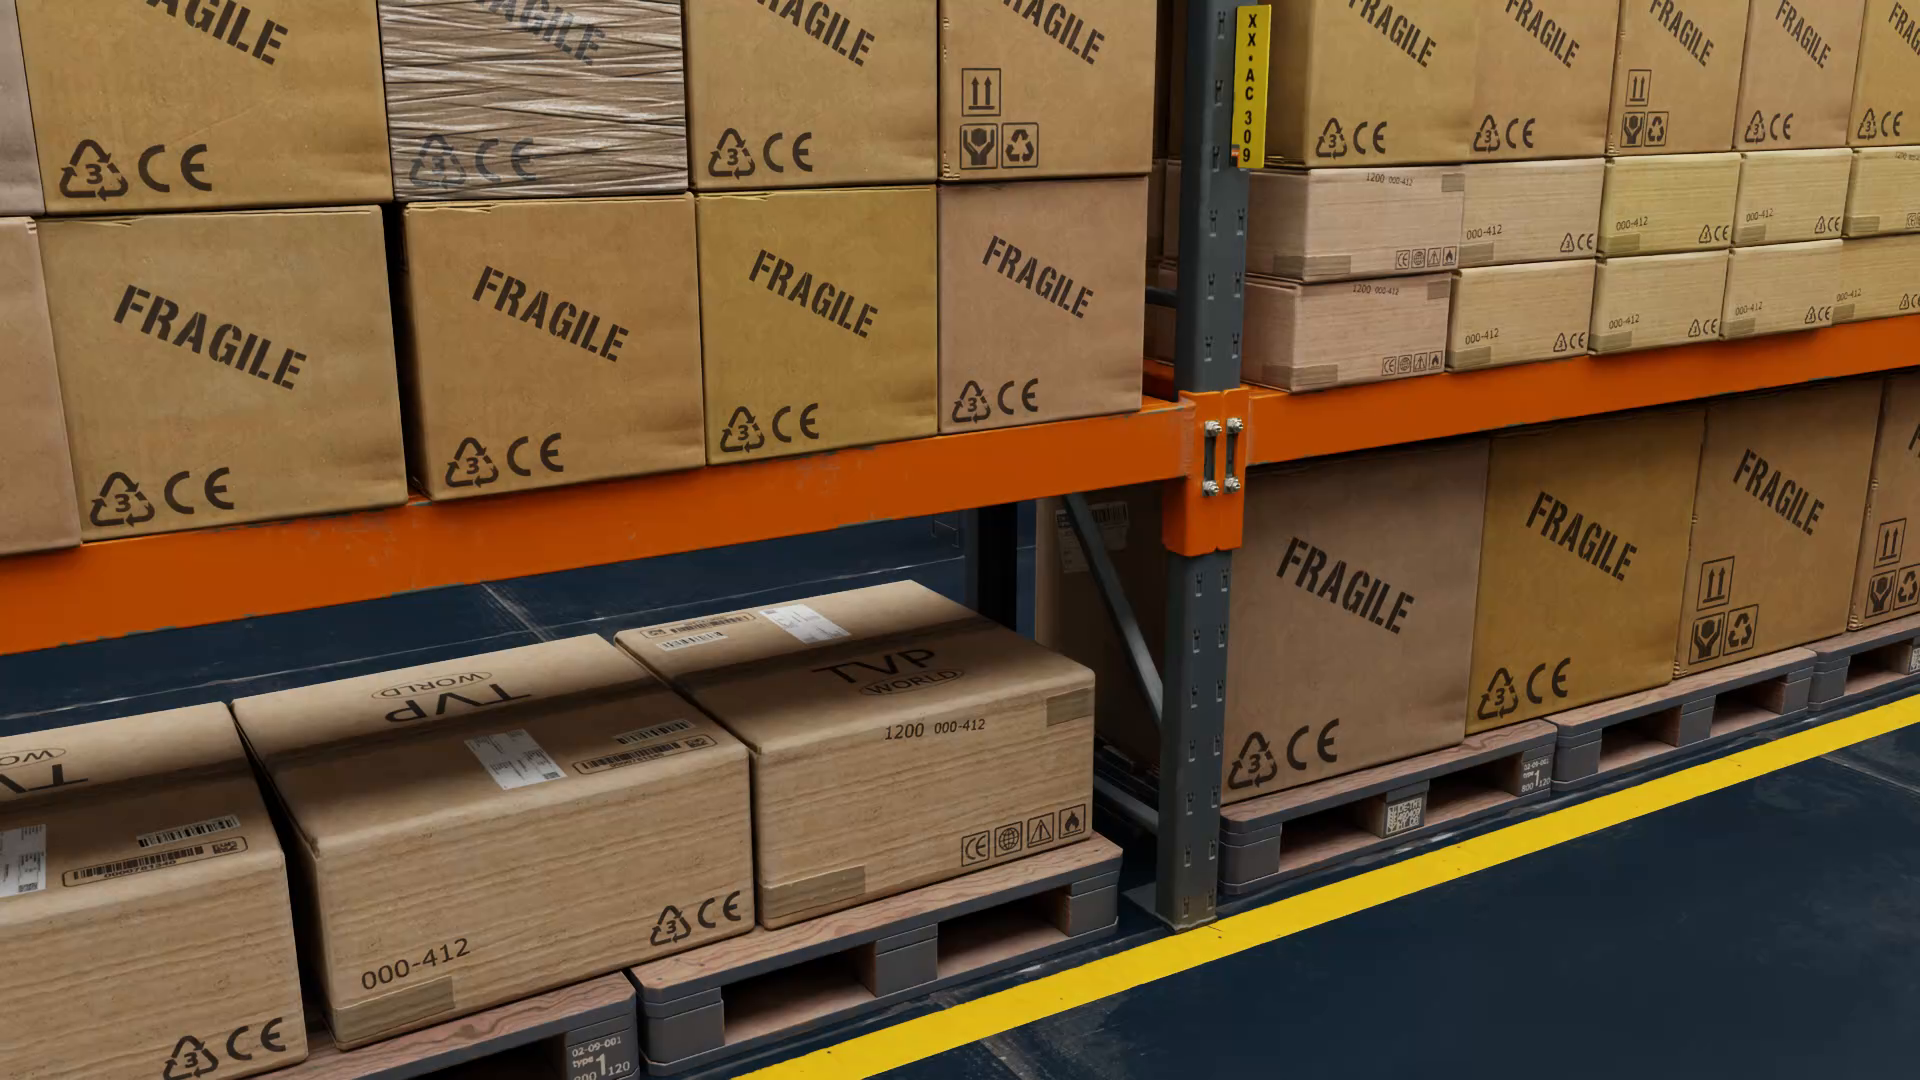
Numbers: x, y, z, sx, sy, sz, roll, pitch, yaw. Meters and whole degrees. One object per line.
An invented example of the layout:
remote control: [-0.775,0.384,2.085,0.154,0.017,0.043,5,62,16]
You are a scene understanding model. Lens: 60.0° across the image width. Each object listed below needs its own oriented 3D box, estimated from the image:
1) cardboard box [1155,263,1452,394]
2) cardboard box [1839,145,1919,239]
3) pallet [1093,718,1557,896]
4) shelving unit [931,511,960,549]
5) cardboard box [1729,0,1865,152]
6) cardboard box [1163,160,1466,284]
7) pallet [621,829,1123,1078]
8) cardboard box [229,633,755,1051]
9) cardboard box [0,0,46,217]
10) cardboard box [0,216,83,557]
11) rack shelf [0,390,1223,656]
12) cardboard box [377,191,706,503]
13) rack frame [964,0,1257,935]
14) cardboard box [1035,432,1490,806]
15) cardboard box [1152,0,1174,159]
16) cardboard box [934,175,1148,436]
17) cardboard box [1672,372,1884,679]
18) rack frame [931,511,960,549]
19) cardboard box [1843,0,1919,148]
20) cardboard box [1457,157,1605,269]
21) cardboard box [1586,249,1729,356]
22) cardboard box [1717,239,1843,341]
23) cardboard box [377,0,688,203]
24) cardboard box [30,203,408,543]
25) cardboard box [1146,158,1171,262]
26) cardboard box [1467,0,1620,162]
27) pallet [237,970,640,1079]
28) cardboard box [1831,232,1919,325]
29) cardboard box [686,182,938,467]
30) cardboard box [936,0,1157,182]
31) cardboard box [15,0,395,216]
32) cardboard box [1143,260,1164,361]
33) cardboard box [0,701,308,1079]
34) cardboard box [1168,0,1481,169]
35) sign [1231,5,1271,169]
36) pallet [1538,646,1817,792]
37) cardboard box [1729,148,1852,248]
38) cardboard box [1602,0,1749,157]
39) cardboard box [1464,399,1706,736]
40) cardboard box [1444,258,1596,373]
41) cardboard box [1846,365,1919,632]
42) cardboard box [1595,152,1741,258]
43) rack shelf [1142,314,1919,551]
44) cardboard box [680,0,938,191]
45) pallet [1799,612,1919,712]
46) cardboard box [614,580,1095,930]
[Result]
cardboard box: [0.831,-0.543,4.068,0.500,0.250,0.500,-10,18,-31]
cardboard box: [2.596,-1.066,5.006,0.500,0.250,0.500,-10,18,-31]
pallet: [0.941,0.603,4.869,1.213,0.211,1.003,-9,18,-30]
shelving unit: [0.012,-0.580,7.255,0.189,1.200,0.258,-9,18,-30]
cardboard box: [2.136,-1.359,4.664,0.500,0.500,0.500,-10,18,-31]
cardboard box: [0.840,-0.780,3.986,0.500,0.250,0.500,-10,18,-31]
pallet: [-0.374,0.815,4.112,1.213,0.211,1.003,-9,18,-30]
cardboard box: [-1.043,0.603,3.670,0.875,0.438,0.875,-10,18,-31]
cardboard box: [-1.676,-0.737,2.442,0.500,0.500,0.500,-9,18,-30]
cardboard box: [-1.687,-0.251,2.563,0.500,0.500,0.500,-9,18,-30]
rack shelf: [-1.396,0.009,3.153,4.000,0.370,1.077,-9,18,-30]
cardboard box: [-0.810,-0.394,3.072,0.500,0.500,0.500,-10,18,-31]
rack frame: [0.318,-0.615,4.048,0.127,3.000,1.000,-9,18,-30]
cardboard box: [0.808,0.101,4.651,0.875,0.875,0.875,-9,18,-28]
cardboard box: [0.572,-1.265,4.328,0.500,0.500,0.500,-9,18,-28]
cardboard box: [0.052,-0.540,3.593,0.500,0.500,0.500,-9,18,-29]
cardboard box: [2.345,-0.151,5.549,0.875,0.875,0.875,-9,18,-29]
rack frame: [-0.066,-0.567,7.210,0.006,1.200,0.240,-9,18,-30]
cardboard box: [2.574,-1.428,4.908,0.500,0.500,0.500,-9,18,-30]
cardboard box: [1.273,-0.859,4.268,0.500,0.250,0.500,-9,18,-29]
cardboard box: [1.721,-0.683,4.567,0.500,0.250,0.500,-9,18,-30]
cardboard box: [2.155,-0.750,4.807,0.500,0.250,0.500,-10,18,-31]
cardboard box: [-0.815,-0.874,2.932,0.500,0.500,0.500,-9,18,-29]
cardboard box: [-1.266,-0.325,2.825,0.500,0.500,0.500,-9,18,-28]
cardboard box: [0.571,-0.901,4.420,0.500,0.250,0.500,-9,18,-30]
cardboard box: [1.265,-1.217,4.155,0.500,0.500,0.500,-9,18,-30]
pallet: [-1.421,0.986,3.503,1.213,0.211,1.003,-9,18,-30]
cardboard box: [2.577,-0.828,5.084,0.500,0.250,0.500,-9,18,-30]
cardboard box: [-0.386,-0.467,3.334,0.500,0.500,0.500,-10,18,-31]
cardboard box: [0.056,-1.015,3.437,0.500,0.500,0.500,-9,18,-30]
cardboard box: [-1.249,-0.806,2.690,0.500,0.500,0.500,-9,18,-29]
cardboard box: [0.573,-0.664,4.498,0.500,0.250,0.500,-10,18,-31]
cardboard box: [-1.816,0.728,3.224,0.875,0.438,0.875,-9,18,-28]
cardboard box: [0.843,-1.140,3.880,0.500,0.500,0.500,-9,18,-29]
sign: [0.605,-0.942,3.463,0.005,0.325,0.100,-9,18,-30]
pallet: [1.987,0.432,5.478,1.213,0.211,1.003,-9,18,-30]
cardboard box: [2.151,-0.994,4.748,0.500,0.250,0.500,-10,18,-31]
cardboard box: [1.696,-1.286,4.402,0.500,0.500,0.500,-10,18,-31]
cardboard box: [1.578,-0.027,5.106,0.875,0.875,0.875,-9,18,-28]
cardboard box: [1.274,-0.616,4.326,0.500,0.250,0.500,-10,18,-31]
cardboard box: [3.112,-0.274,5.987,0.875,0.875,0.875,-9,18,-30]
cardboard box: [1.719,-0.923,4.496,0.500,0.250,0.500,-9,18,-29]
rack shelf: [2.032,-0.547,5.137,4.000,0.370,1.077,-9,18,-30]
cardboard box: [-0.383,-0.947,3.192,0.500,0.500,0.500,-10,18,-31]
pallet: [3.032,0.263,6.079,1.213,0.211,1.003,-9,18,-30]
cardboard box: [-0.276,0.479,4.114,0.875,0.438,0.875,-10,18,-31]
